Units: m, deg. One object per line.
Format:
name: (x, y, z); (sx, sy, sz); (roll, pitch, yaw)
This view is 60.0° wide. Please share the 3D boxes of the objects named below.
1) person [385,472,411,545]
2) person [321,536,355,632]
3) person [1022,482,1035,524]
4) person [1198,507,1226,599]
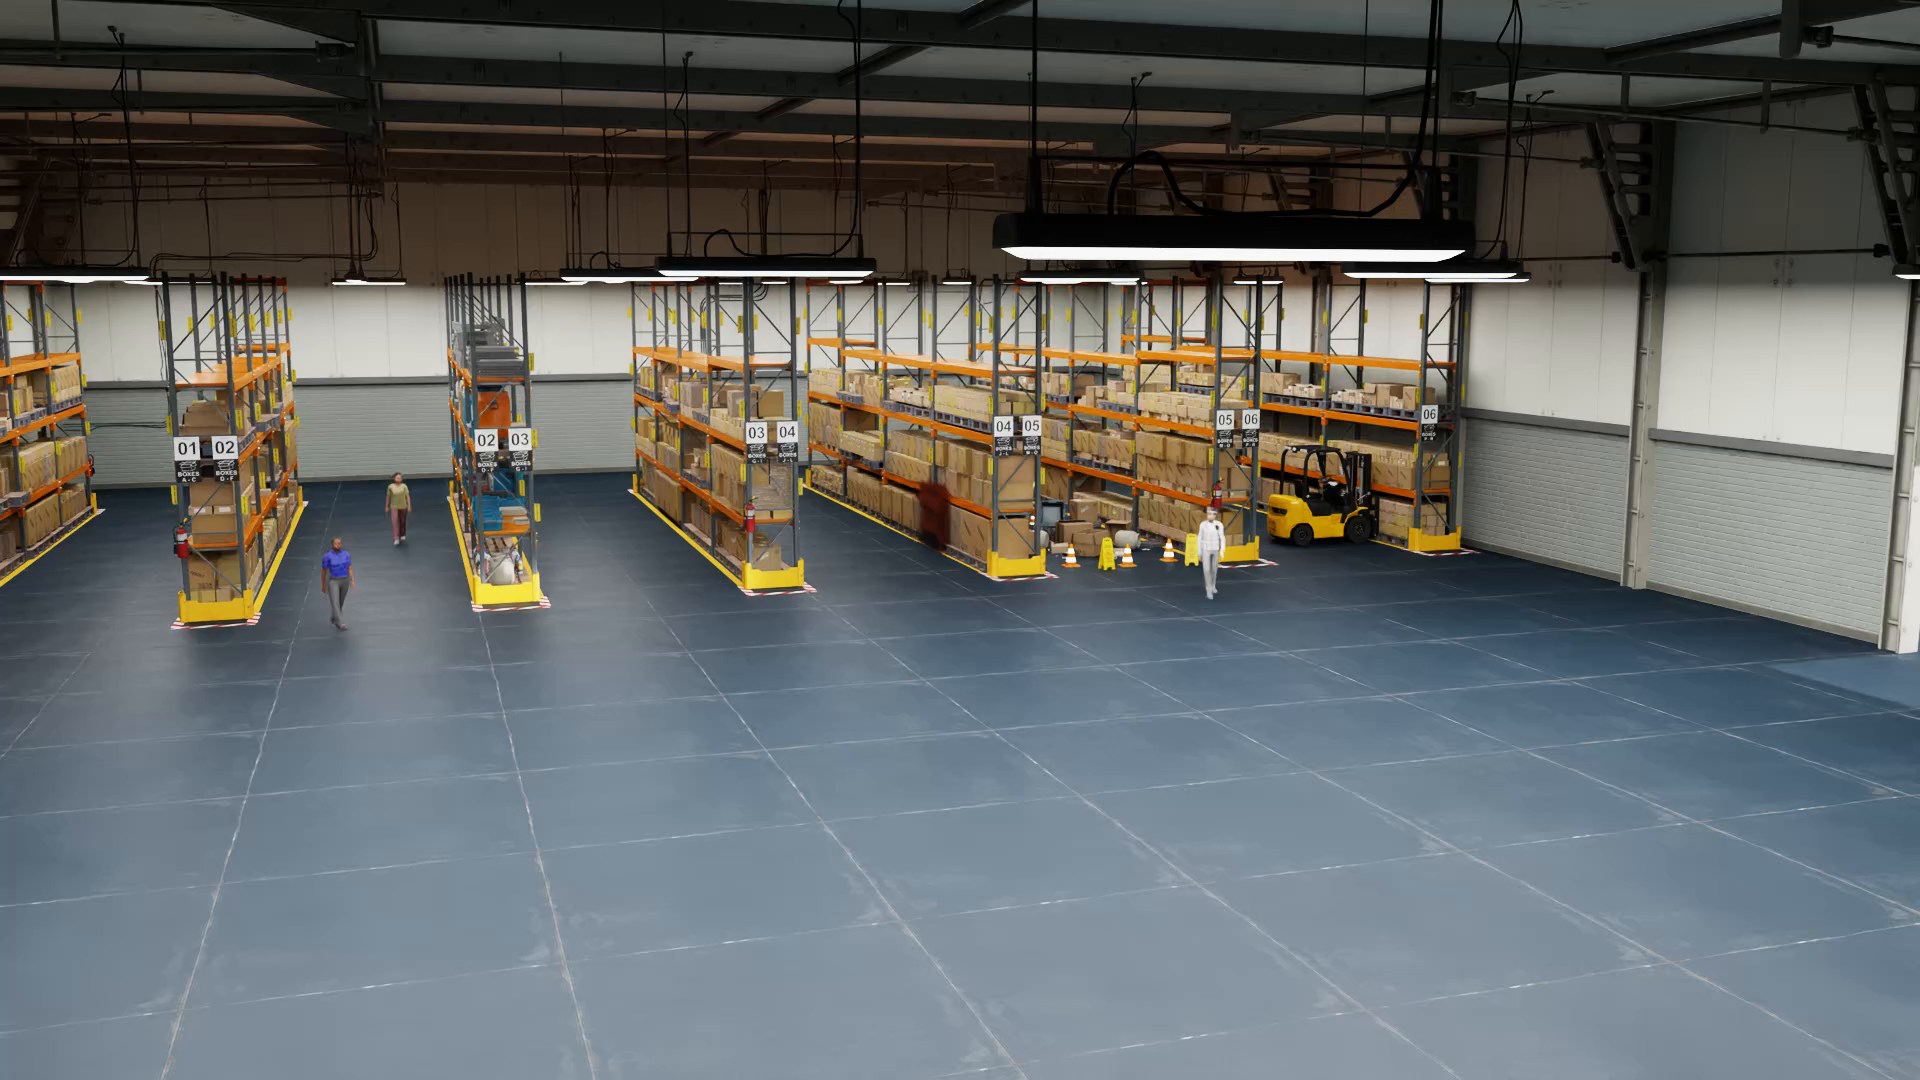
person: (-12.653, -0.726, 37.430); (0.554, 1.603, 1.064); (-3, 9, -17)
person: (-10.379, 0.737, 27.808); (1.051, 1.581, 0.491); (8, 11, 41)
person: (1.655, -1.252, 40.576); (0.389, 1.786, 0.609); (8, 12, 42)
person: (4.709, 0.235, 31.125); (0.512, 1.724, 0.711); (1, 9, 4)
